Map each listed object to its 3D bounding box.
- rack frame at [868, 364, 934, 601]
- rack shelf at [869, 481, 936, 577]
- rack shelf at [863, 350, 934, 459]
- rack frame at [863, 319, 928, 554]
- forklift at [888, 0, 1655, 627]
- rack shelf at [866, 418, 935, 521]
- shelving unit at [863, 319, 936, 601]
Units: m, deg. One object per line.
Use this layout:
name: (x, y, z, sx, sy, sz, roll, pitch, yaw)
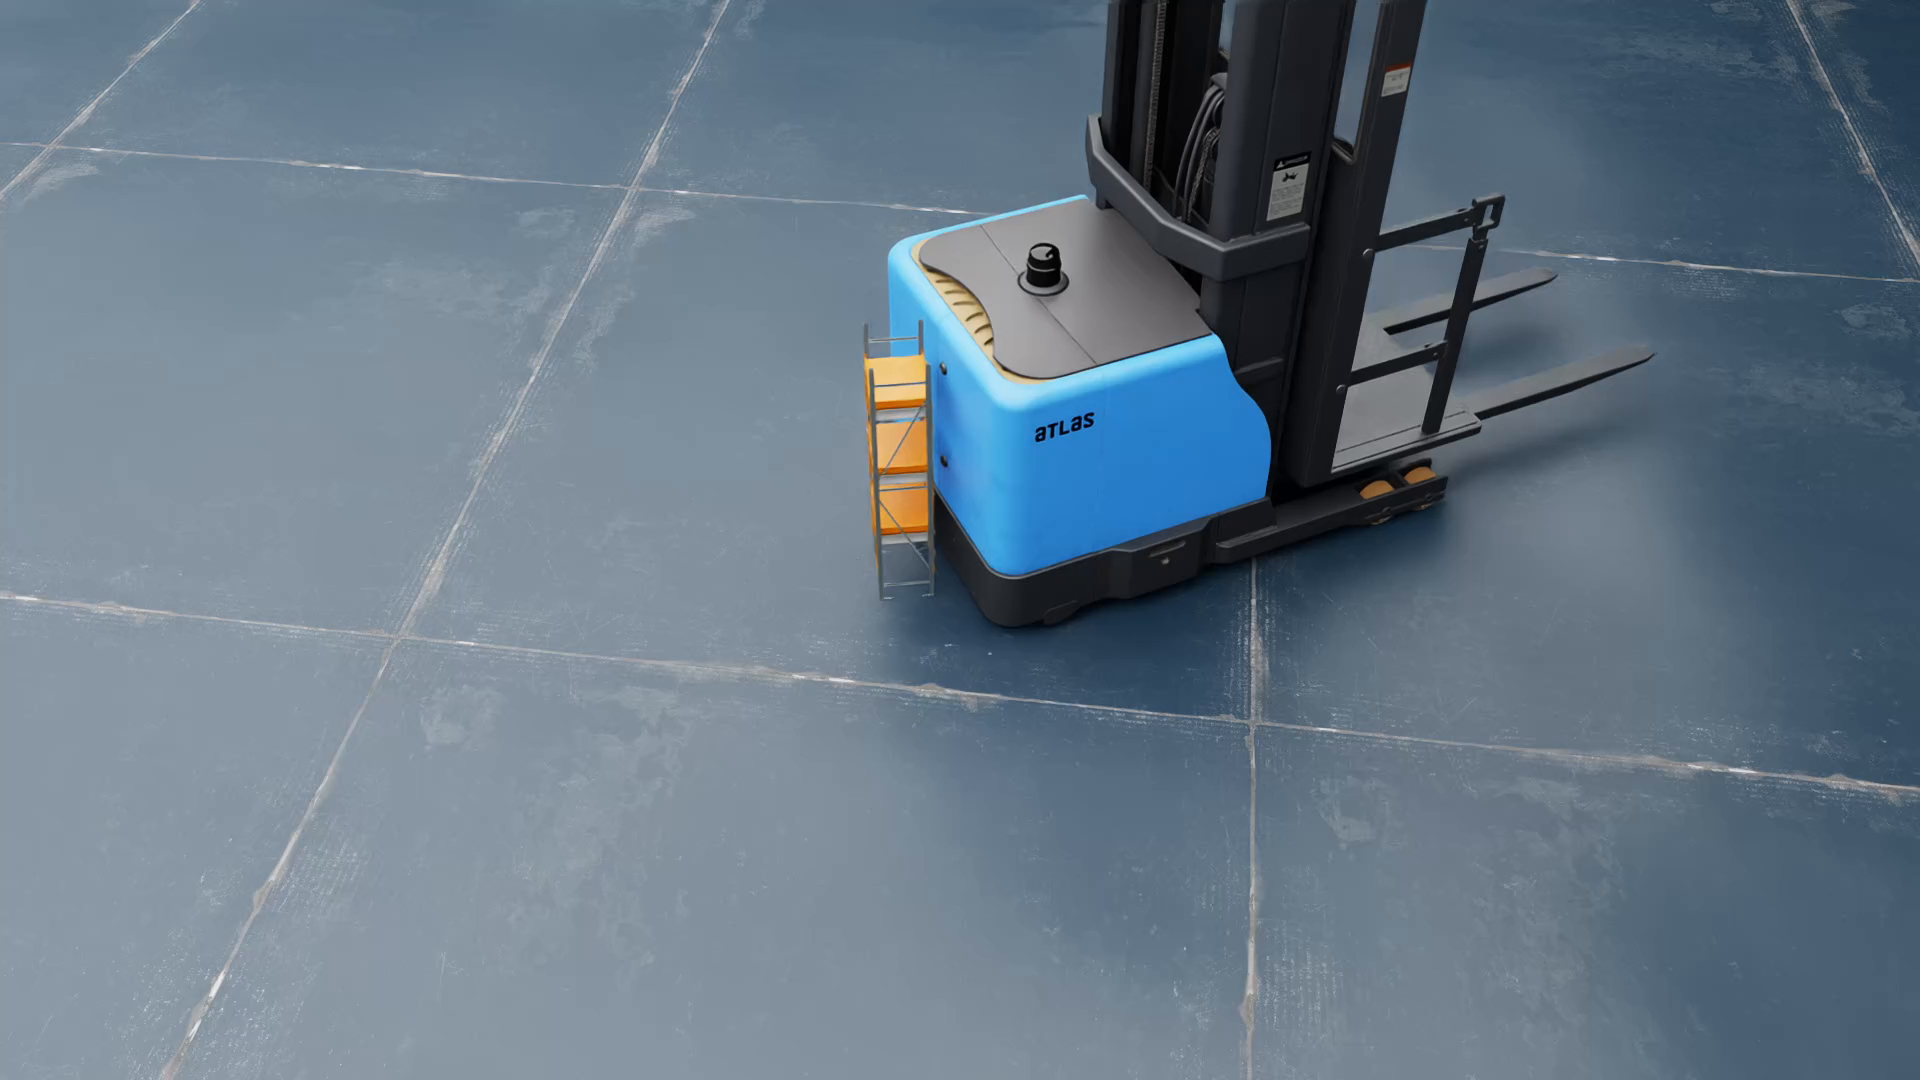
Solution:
rack frame: (-0.192, -0.172, 5.669, 0.200, 1.050, 0.008, -5, 44, -5)
rack shelf: (-0.207, -0.046, 5.955, 0.215, 0.259, 0.240, -5, 44, -5)
rack shelf: (-0.207, -0.454, 5.569, 0.215, 0.259, 0.240, -5, 44, -5)
rack frame: (-0.221, -0.339, 5.844, 0.200, 1.050, 0.008, -5, 44, -5)
forklift: (1.296, -1.439, 5.638, 3.031, 2.935, 1.130, -17, 46, -17)
rack shelf: (-0.207, -0.248, 5.764, 0.215, 0.259, 0.240, -5, 44, -5)
shelving unit: (-0.207, -0.256, 5.756, 0.215, 1.050, 0.252, -5, 44, -5)
